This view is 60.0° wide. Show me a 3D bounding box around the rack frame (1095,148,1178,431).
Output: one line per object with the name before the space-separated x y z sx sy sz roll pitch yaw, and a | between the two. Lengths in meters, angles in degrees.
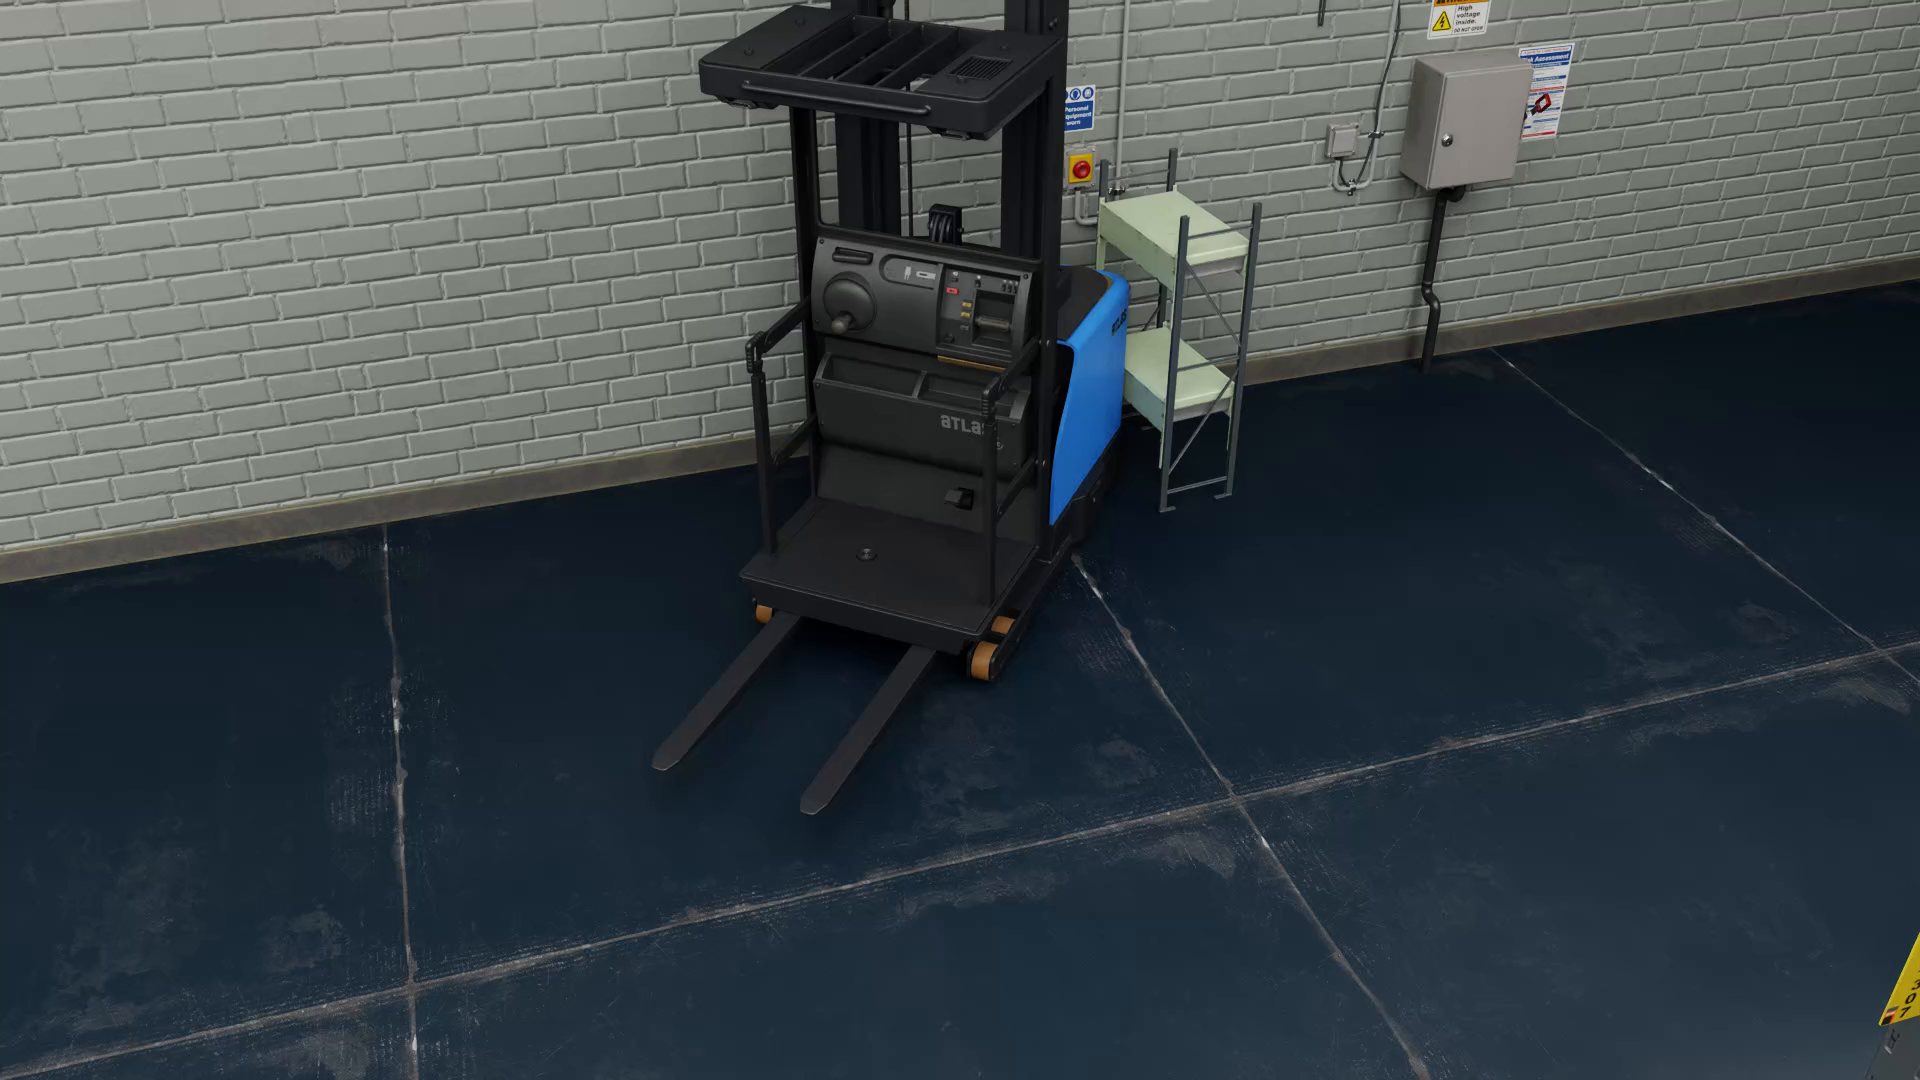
rack frame | 0.836 -1.171 8.162 0.400 1.500 0.023 -14 36 -20

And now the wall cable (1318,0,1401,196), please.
wall cable | 1.895 -2.560 7.982 0.588 1.984 0.122 -10 35 -15

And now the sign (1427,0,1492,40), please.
sign | 2.477 -2.612 8.233 0.339 0.242 0.001 -10 35 -15

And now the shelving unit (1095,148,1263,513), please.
shelving unit | 0.984 -0.987 7.883 0.431 1.500 0.755 -14 36 -20

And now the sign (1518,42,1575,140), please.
sign | 3.000 -2.320 8.627 0.329 0.494 0.001 -10 35 -15

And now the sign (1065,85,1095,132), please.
sign | 0.483 -2.028 7.854 0.327 0.218 0.001 -10 35 -15

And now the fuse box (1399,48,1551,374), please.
fuse box | 2.592 -1.631 8.666 0.539 1.711 0.414 -10 35 -15

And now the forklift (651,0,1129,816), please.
forklift | -0.241 -0.905 6.461 1.130 2.935 3.031 13 36 19

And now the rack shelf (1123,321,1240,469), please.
rack shelf | 0.984 -0.715 8.063 0.431 0.370 0.720 -14 36 -20

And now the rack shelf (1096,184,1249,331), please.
rack shelf | 0.984 -1.312 7.668 0.431 0.370 0.720 -14 36 -20

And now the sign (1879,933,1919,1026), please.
sign | 1.759 0.761 3.020 0.100 0.325 0.005 -10 35 -15

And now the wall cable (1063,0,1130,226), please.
wall cable | 0.547 -2.328 7.603 0.585 1.953 0.123 -10 35 -15

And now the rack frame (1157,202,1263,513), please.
rack frame | 1.132 -0.802 7.604 0.400 1.500 0.023 -14 36 -20
